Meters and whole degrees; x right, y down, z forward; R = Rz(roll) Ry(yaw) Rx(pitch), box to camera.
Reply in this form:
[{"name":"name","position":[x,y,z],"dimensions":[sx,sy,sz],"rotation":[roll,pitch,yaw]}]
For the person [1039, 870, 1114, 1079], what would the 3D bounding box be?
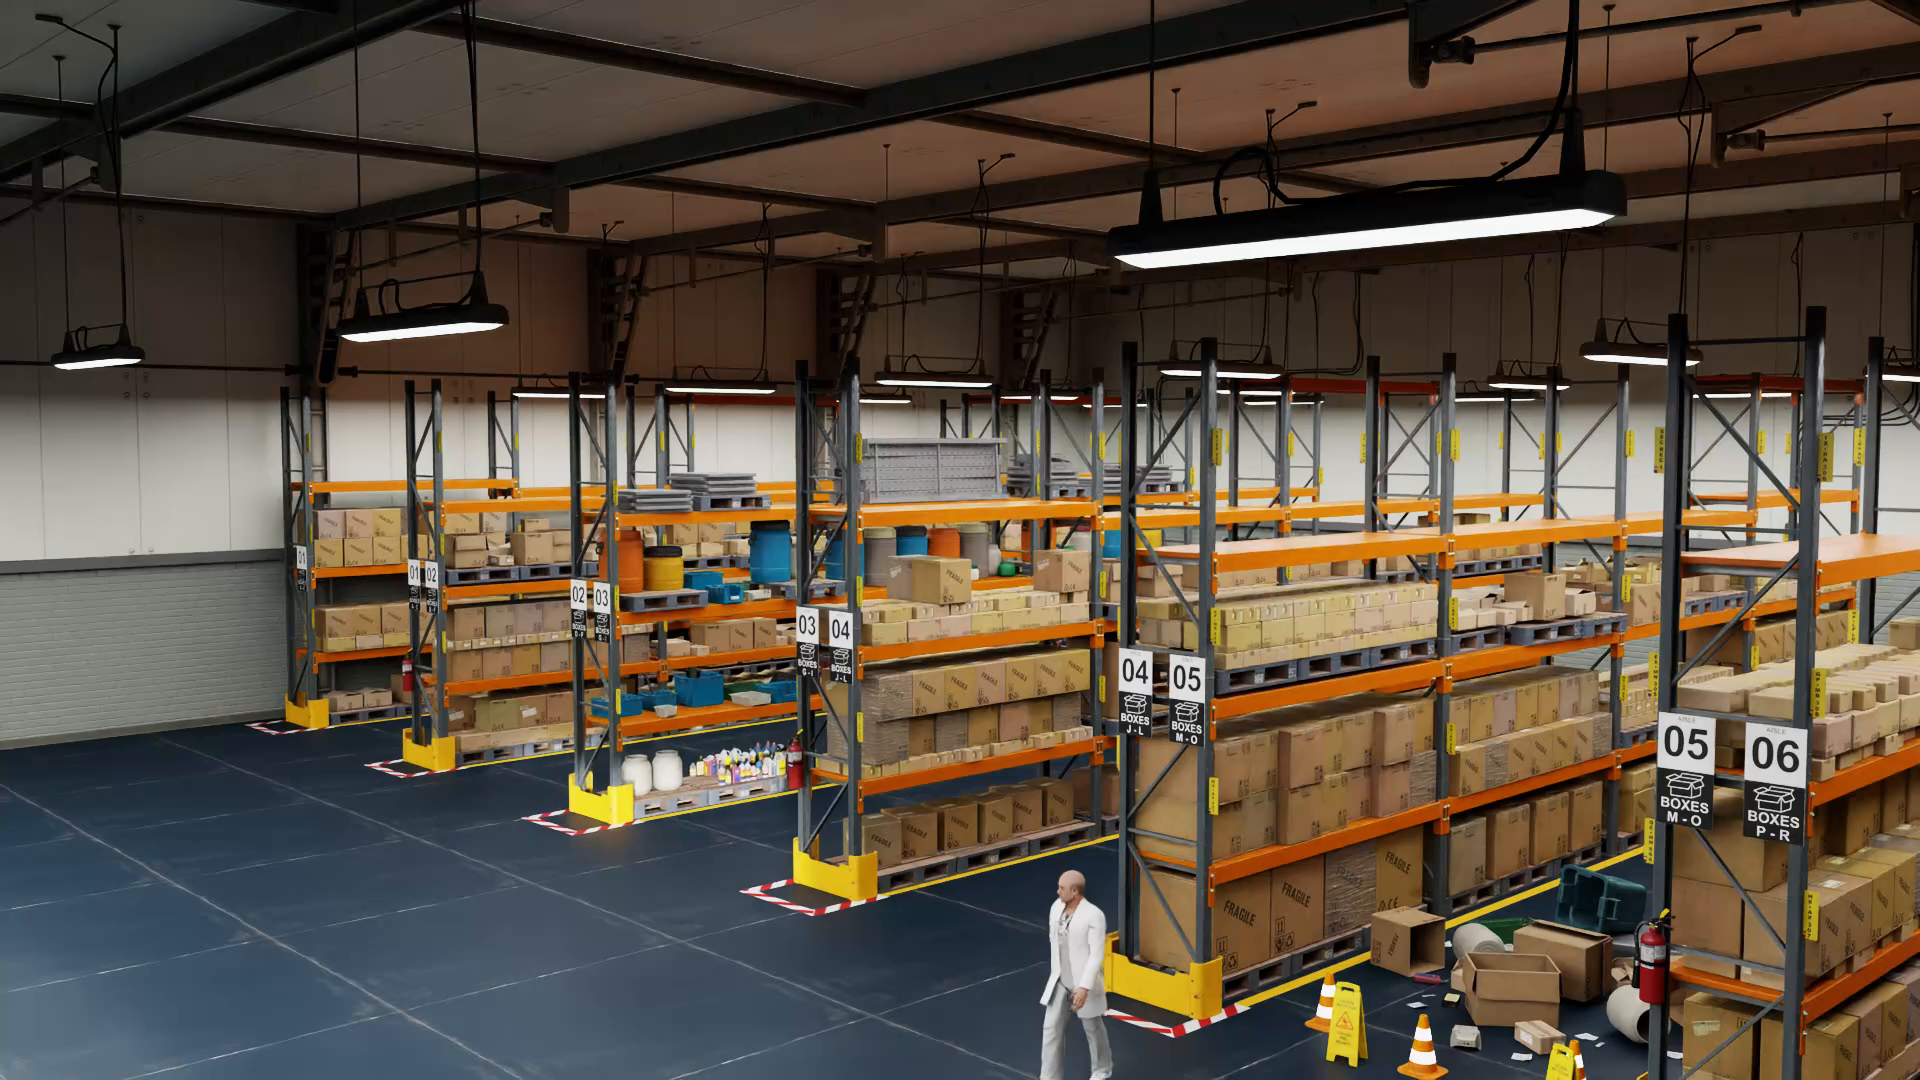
[{"name":"person","position":[0.866,3.445,12.922],"dimensions":[0.605,1.760,0.951],"rotation":[3,5,38]}]
